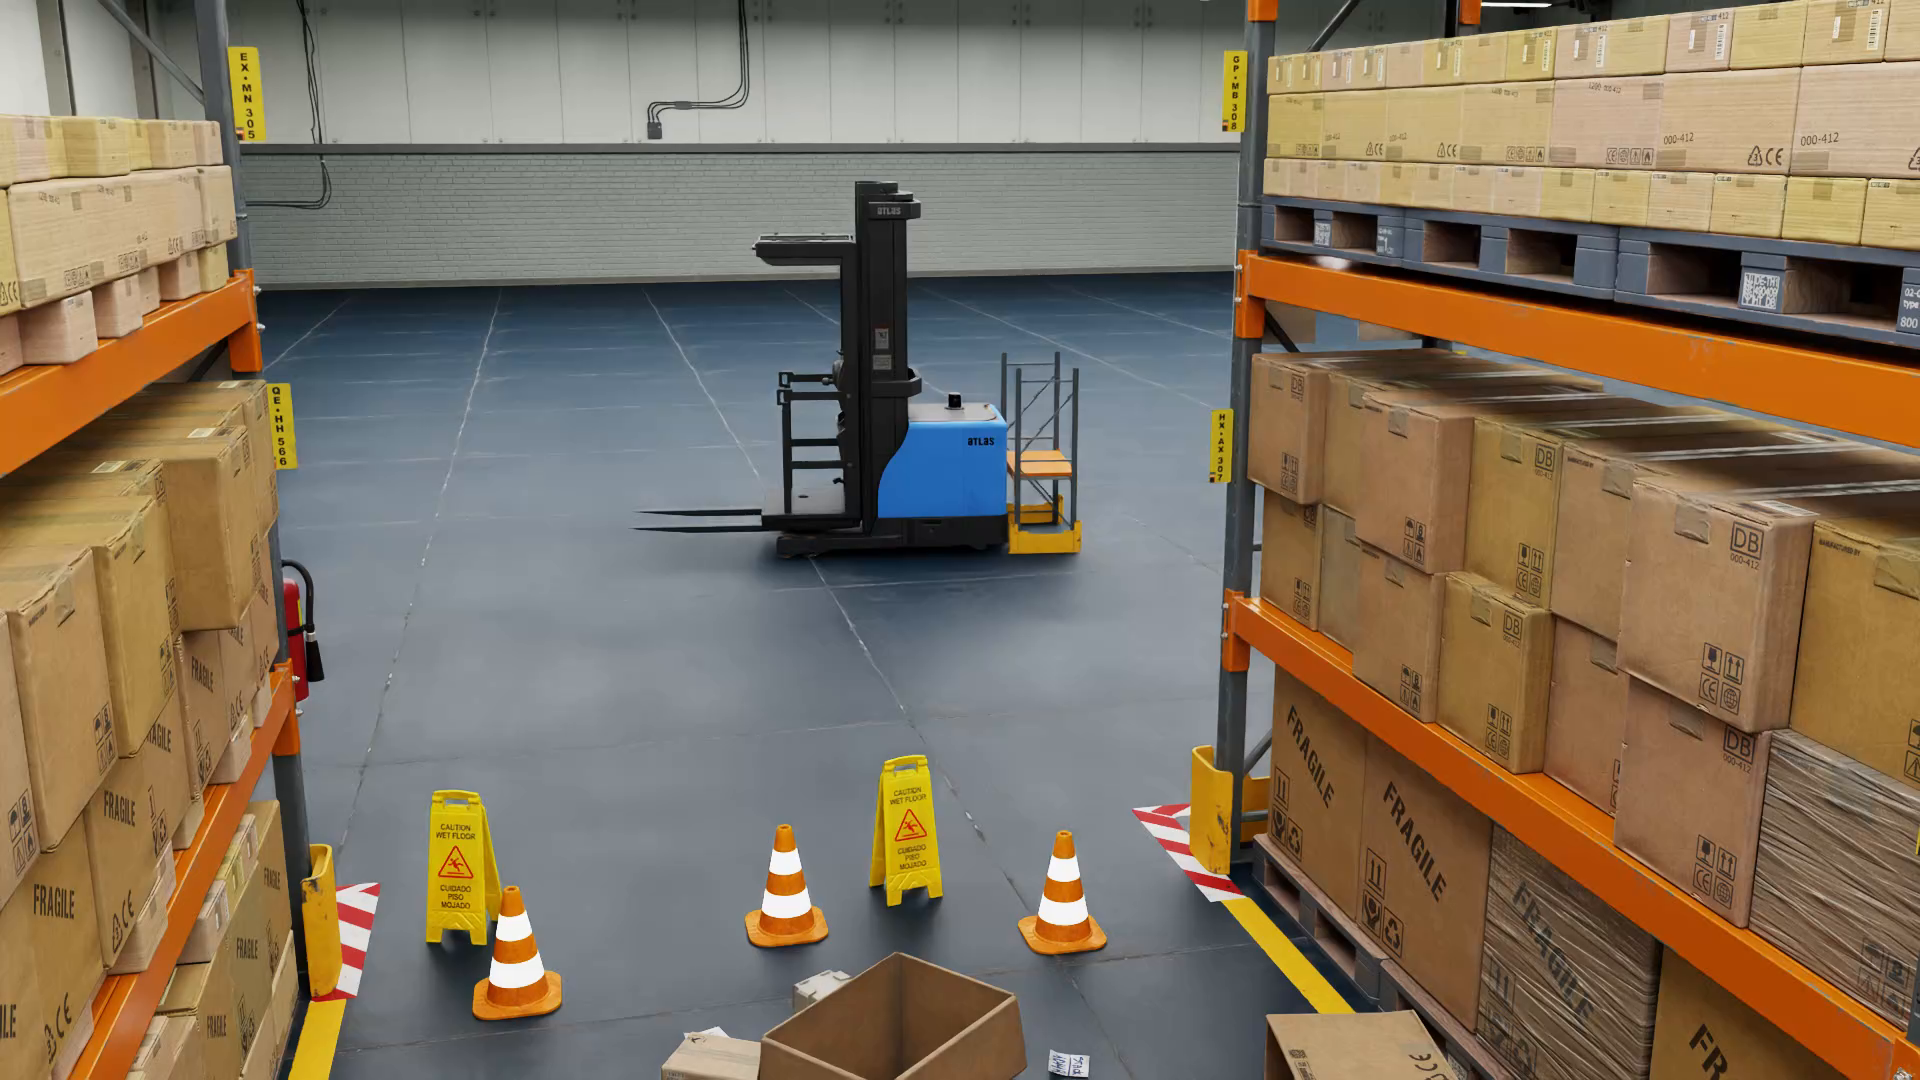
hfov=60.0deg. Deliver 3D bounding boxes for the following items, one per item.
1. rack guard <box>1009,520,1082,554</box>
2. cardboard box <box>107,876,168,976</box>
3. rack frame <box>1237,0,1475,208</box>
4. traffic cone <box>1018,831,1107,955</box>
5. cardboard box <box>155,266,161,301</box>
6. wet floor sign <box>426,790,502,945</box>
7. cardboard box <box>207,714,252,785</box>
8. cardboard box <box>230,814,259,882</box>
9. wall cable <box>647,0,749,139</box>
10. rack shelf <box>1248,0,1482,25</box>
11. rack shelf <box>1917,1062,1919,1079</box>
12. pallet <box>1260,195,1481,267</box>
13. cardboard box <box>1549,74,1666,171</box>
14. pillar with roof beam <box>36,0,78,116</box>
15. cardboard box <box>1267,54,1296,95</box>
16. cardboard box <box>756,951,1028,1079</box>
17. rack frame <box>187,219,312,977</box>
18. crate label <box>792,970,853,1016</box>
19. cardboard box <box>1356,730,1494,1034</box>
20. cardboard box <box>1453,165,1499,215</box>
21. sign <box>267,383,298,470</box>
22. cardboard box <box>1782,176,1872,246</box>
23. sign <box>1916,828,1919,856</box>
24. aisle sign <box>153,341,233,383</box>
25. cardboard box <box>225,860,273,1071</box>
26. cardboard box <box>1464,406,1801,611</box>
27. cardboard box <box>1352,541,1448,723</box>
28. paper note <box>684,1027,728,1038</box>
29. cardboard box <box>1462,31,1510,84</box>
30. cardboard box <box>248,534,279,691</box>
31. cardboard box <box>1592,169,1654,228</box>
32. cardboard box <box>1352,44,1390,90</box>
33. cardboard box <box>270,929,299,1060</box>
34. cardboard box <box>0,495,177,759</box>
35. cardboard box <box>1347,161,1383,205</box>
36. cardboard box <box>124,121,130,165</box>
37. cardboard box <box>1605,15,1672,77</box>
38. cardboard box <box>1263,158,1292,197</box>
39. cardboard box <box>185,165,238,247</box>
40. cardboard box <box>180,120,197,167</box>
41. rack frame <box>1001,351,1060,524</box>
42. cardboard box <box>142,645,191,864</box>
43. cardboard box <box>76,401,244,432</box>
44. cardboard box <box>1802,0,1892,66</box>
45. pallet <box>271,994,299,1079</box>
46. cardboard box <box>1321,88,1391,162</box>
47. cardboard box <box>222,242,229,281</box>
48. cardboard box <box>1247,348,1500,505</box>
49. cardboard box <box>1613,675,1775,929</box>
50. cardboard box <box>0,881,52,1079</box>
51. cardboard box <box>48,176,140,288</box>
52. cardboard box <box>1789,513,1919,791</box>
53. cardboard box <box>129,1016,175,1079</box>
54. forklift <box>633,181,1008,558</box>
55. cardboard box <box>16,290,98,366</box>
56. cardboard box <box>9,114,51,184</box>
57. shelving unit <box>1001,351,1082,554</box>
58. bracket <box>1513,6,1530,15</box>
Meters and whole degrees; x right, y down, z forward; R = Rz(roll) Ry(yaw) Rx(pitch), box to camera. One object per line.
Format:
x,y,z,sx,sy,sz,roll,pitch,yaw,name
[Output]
0.692,-0.025,13.503,0.587,0.250,0.087,-1,14,-5,rack guard
-2.213,0.975,4.147,0.380,0.149,0.250,-3,14,-13,cardboard box
1.689,-2.897,6.826,1.000,3.000,0.127,-3,14,-13,rack frame
0.433,1.451,7.014,0.336,0.463,0.334,-3,14,-13,traffic cone
-2.629,-0.771,4.973,0.380,0.149,0.250,-3,14,-13,cardboard box
-2.103,1.356,7.016,0.267,0.644,0.232,2,14,6,wet floor sign
-2.507,0.683,5.342,0.380,0.149,0.250,-3,14,-12,cardboard box
-2.506,1.020,5.395,0.380,0.149,0.250,-3,14,-12,cardboard box
-5.856,-11.962,36.761,2.305,6.003,0.169,-3,14,-13,wall cable
2.159,-1.892,5.070,1.077,0.370,4.000,-3,14,-13,rack shelf
3.098,1.750,1.958,1.077,0.370,4.000,-3,14,-13,rack shelf
1.873,-1.227,6.494,1.003,0.211,1.213,-3,14,-13,pallet
2.029,-1.173,4.682,0.500,0.250,0.500,-3,14,-14,cardboard box
-10.087,-7.886,27.247,9.100,9.000,0.400,-3,14,-13,pillar with roof beam
1.458,-1.864,6.668,0.380,0.149,0.250,-3,14,-13,cardboard box
-0.226,1.793,5.529,0.637,0.503,0.797,10,17,35,cardboard box
-3.099,0.316,6.313,1.000,3.000,0.127,-3,14,-13,rack frame
-0.500,1.772,6.387,0.250,0.136,0.298,-13,19,-42,crate label
2.121,1.201,6.285,0.875,0.875,0.875,-4,14,-14,cardboard box
1.815,-1.124,5.321,0.380,0.149,0.250,-3,14,-13,cardboard box
-2.555,-0.426,6.246,0.100,0.325,0.005,-3,14,-13,sign
2.173,-0.772,3.882,0.380,0.149,0.250,-3,14,-12,cardboard box
2.089,0.512,3.521,0.100,0.325,0.005,-3,14,-13,sign
-2.832,-0.977,6.129,0.394,0.787,0.004,-3,14,-13,aisle sign
-2.531,1.374,5.312,0.500,0.500,0.500,-3,14,-11,cardboard box
2.208,-0.119,5.504,0.875,0.550,0.500,-3,14,-13,cardboard box
1.980,0.289,6.108,0.875,0.550,0.550,-3,14,-13,cardboard box
-0.942,1.865,6.227,0.148,0.019,0.142,-9,16,-33,paper note
1.816,-1.511,5.226,0.380,0.149,0.250,-3,14,-12,cardboard box
-2.704,0.233,5.816,0.500,0.500,0.500,-4,14,-14,cardboard box
1.993,-0.949,4.603,0.380,0.149,0.250,-3,14,-12,cardboard box
1.635,-1.688,5.950,0.380,0.149,0.250,-3,14,-13,cardboard box
-2.642,1.625,5.865,0.500,0.250,0.500,-3,14,-13,cardboard box
-2.242,0.210,3.803,0.700,0.500,0.500,-4,14,-14,cardboard box
1.637,-1.299,6.037,0.380,0.149,0.250,-3,14,-13,cardboard box
-2.572,-1.107,4.667,0.380,0.149,0.250,-3,14,-13,cardboard box
1.994,-1.336,4.508,0.380,0.149,0.250,-3,14,-13,cardboard box
1.458,-1.474,6.753,0.380,0.149,0.250,-3,14,-13,cardboard box
-2.717,-1.110,5.518,0.500,0.250,0.500,-3,14,-14,cardboard box
-2.709,-1.283,5.388,0.380,0.149,0.250,-3,14,-12,cardboard box
0.602,-0.872,14.337,0.500,1.500,0.032,-1,14,-5,rack frame
-2.376,0.582,4.386,0.500,0.500,0.500,-3,14,-13,cardboard box
-2.655,-0.140,5.235,0.700,0.500,0.500,-3,14,-13,cardboard box
2.173,-1.160,3.790,0.380,0.149,0.250,-3,14,-13,cardboard box
-2.925,1.878,5.797,1.003,0.211,1.213,-3,14,-13,pallet
1.673,-1.522,6.109,0.500,0.250,0.500,-3,14,-14,cardboard box
-2.743,-0.952,5.714,0.380,0.149,0.250,-3,14,-13,cardboard box
1.738,-0.493,7.033,0.875,0.550,0.550,-3,14,-13,cardboard box
2.379,0.657,4.603,0.875,0.550,0.550,-3,14,-13,cardboard box
-1.992,0.929,2.968,0.500,0.500,0.500,-3,14,-13,cardboard box
-2.353,-0.758,4.078,0.500,0.250,0.500,-3,14,-13,cardboard box
2.575,0.255,3.971,0.875,0.550,0.550,-3,14,-13,cardboard box
-2.195,1.327,4.136,0.380,0.149,0.250,-2,14,-10,cardboard box
-1.155,-1.411,13.529,3.031,2.935,1.130,-1,14,-5,forklift
-2.212,-0.484,3.798,0.380,0.149,0.250,-4,14,-14,cardboard box
-2.275,-0.872,3.705,0.380,0.149,0.250,-3,14,-14,cardboard box
0.648,-0.750,13.836,0.587,1.500,1.083,-1,14,-5,shelving unit
13.939,-13.158,41.238,0.235,0.232,0.430,-3,14,-13,bracket
